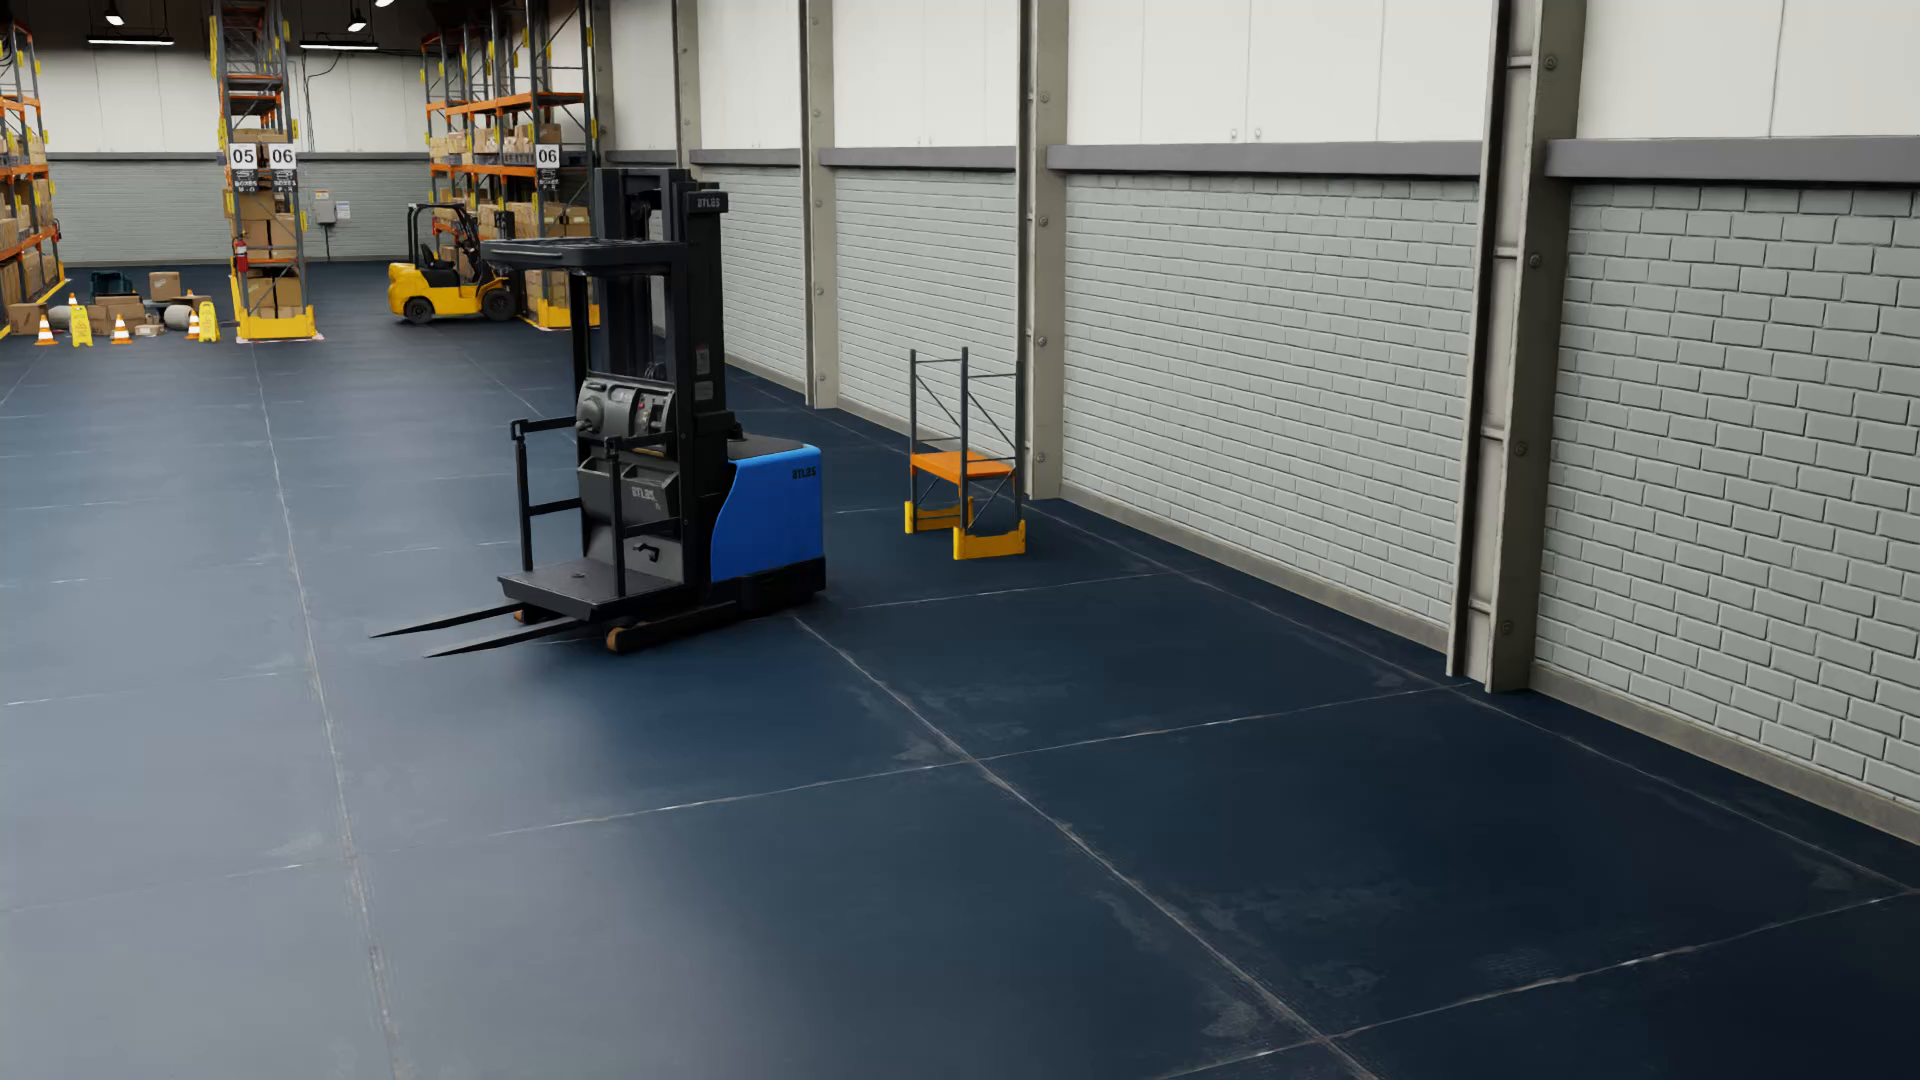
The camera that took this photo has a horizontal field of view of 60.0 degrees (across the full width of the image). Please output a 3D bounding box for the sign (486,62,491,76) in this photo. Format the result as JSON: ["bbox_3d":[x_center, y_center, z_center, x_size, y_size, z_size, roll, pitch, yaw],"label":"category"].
[{"bbox_3d":[-11.349,-11.353,40.045,0.100,0.325,0.005,-6,14,-23],"label":"sign"}]

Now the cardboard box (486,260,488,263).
[{"bbox_3d":[-10.015,-5.938,36.710,0.875,0.625,0.625,-5,14,-21],"label":"cardboard box"}]

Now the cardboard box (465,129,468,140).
[{"bbox_3d":[-11.670,-9.729,39.928,0.396,0.266,0.258,-6,14,-24],"label":"cardboard box"}]

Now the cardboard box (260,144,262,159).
[{"bbox_3d":[-11.975,-6.789,29.073,0.500,0.250,0.500,-5,14,-21],"label":"cardboard box"}]

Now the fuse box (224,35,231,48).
[{"bbox_3d":[-20.505,-13.840,46.117,0.513,0.334,0.176,-6,14,-23],"label":"fuse box"}]

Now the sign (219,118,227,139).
[{"bbox_3d":[-12.111,-6.766,27.334,0.100,0.325,0.005,-6,14,-23],"label":"sign"}]

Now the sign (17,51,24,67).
[{"bbox_3d":[-20.390,-10.436,36.082,0.100,0.325,0.005,-6,14,-23],"label":"sign"}]

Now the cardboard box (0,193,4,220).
[{"bbox_3d":[-18.920,-6.441,32.110,0.700,0.500,0.500,-6,14,-24],"label":"cardboard box"}]

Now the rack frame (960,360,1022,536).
[{"bbox_3d":[0.238,-0.608,12.671,0.500,1.500,0.032,-6,14,-23],"label":"rack frame"}]

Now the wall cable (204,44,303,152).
[{"bbox_3d":[-19.850,-12.364,46.835,2.355,3.000,0.029,-6,14,-23],"label":"wall cable"}]

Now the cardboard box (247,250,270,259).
[{"bbox_3d":[-11.940,-4.854,28.249,0.380,0.149,0.250,-5,14,-21],"label":"cardboard box"}]

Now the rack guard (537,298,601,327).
[{"bbox_3d":[-7.039,-4.145,30.171,1.175,0.500,0.348,-6,14,-23],"label":"rack guard"}]

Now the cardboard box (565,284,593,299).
[{"bbox_3d":[-7.046,-4.592,30.618,0.500,0.250,0.500,-5,14,-22],"label":"cardboard box"}]

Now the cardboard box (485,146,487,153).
[{"bbox_3d":[-9.678,-8.146,34.665,0.380,0.149,0.250,-6,14,-24],"label":"cardboard box"}]

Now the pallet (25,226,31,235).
[{"bbox_3d":[-20.724,-6.666,35.943,1.003,0.211,1.213,-6,14,-23],"label":"pallet"}]

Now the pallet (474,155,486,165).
[{"bbox_3d":[-9.899,-8.258,36.164,1.213,0.211,1.003,-5,14,-20],"label":"pallet"}]

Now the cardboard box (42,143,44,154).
[{"bbox_3d":[-22.081,-9.316,39.541,0.500,0.250,0.500,-6,14,-25],"label":"cardboard box"}]

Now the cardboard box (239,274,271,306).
[{"bbox_3d":[-12.367,-4.399,29.226,0.500,0.500,0.500,-5,14,-21],"label":"cardboard box"}]

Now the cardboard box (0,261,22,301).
[{"bbox_3d":[-19.133,-5.078,32.717,1.050,0.750,0.750,-6,14,-24],"label":"cardboard box"}]

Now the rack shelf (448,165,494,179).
[{"bbox_3d":[-11.054,-8.545,38.580,1.077,0.370,4.000,-6,14,-23],"label":"rack shelf"}]

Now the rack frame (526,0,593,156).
[{"bbox_3d":[-7.048,-8.291,29.234,1.000,3.000,0.127,-6,14,-23],"label":"rack frame"}]

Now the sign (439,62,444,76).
[{"bbox_3d":[-12.360,-11.218,39.637,0.100,0.325,0.005,-6,14,-23],"label":"sign"}]

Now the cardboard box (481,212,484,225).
[{"bbox_3d":[-10.099,-6.974,36.074,0.500,0.250,0.500,-5,14,-21],"label":"cardboard box"}]

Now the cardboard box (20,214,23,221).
[{"bbox_3d":[-19.933,-6.770,34.935,0.380,0.149,0.250,-5,14,-21],"label":"cardboard box"}]

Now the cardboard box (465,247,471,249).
[{"bbox_3d":[-11.660,-6.950,39.918,0.380,0.149,0.250,-6,15,-26],"label":"cardboard box"}]

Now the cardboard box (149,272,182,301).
[{"bbox_3d":[-14.816,-4.729,31.016,0.500,0.500,0.500,-6,14,-23],"label":"cardboard box"}]

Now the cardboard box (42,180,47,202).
[{"bbox_3d":[-21.668,-8.154,38.849,0.500,0.500,0.500,-5,14,-20],"label":"cardboard box"}]

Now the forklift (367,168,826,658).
[{"bbox_3d":[-2.290,-0.848,10.534,1.130,2.935,3.031,11,17,40],"label":"forklift"}]

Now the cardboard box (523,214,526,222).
[{"bbox_3d":[-7.980,-6.042,31.162,0.380,0.149,0.250,-6,14,-23],"label":"cardboard box"}]

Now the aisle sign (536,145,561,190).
[{"bbox_3d":[-7.291,-6.594,29.444,0.394,0.787,0.004,-6,14,-23],"label":"aisle sign"}]

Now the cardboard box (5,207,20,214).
[{"bbox_3d":[-19.830,-6.860,34.664,0.380,0.149,0.250,-5,14,-21],"label":"cardboard box"}]

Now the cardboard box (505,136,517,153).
[{"bbox_3d":[-8.541,-7.672,32.257,0.500,0.311,0.500,-5,14,-22],"label":"cardboard box"}]

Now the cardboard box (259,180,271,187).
[{"bbox_3d":[-16.290,-8.339,38.868,0.380,0.149,0.250,-6,14,-24],"label":"cardboard box"}]

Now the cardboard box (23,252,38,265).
[{"bbox_3d":[-20.173,-6.044,35.780,0.500,0.250,0.500,-5,14,-20],"label":"cardboard box"}]

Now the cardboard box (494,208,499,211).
[{"bbox_3d":[-9.387,-6.759,34.261,0.380,0.149,0.250,-6,14,-25],"label":"cardboard box"}]

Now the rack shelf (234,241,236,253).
[{"bbox_3d":[-13.998,-5.808,33.407,1.077,0.370,4.000,-6,14,-23],"label":"rack shelf"}]

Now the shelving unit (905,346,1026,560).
[{"bbox_3d":[0.031,-0.715,13.133,0.587,1.500,1.083,-6,14,-23],"label":"shelving unit"}]

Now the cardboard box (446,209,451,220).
[{"bbox_3d":[-12.497,-8.104,41.407,0.500,0.250,0.500,-6,14,-23],"label":"cardboard box"}]

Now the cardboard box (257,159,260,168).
[{"bbox_3d":[-12.239,-6.471,28.582,0.380,0.149,0.250,-6,14,-23],"label":"cardboard box"}]

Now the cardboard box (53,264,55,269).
[{"bbox_3d":[-21.816,-6.527,39.649,0.380,0.149,0.250,-6,14,-25],"label":"cardboard box"}]

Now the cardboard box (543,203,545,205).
[{"bbox_3d":[-8.065,-6.556,32.725,0.380,0.149,0.250,-6,14,-23],"label":"cardboard box"}]

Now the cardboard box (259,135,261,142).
[{"bbox_3d":[-11.666,-6.789,28.186,0.380,0.149,0.250,-6,14,-23],"label":"cardboard box"}]

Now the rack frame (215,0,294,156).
[{"bbox_3d":[-11.595,-7.842,27.294,1.000,3.000,0.127,-6,14,-23],"label":"rack frame"}]

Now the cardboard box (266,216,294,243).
[{"bbox_3d":[-12.157,-5.552,29.823,0.500,0.500,0.500,-6,14,-24],"label":"cardboard box"}]

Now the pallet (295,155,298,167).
[{"bbox_3d":[-13.347,-7.252,31.817,1.213,0.211,1.003,-6,14,-23],"label":"pallet"}]

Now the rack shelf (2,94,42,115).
[{"bbox_3d":[-21.698,-9.914,37.851,1.077,0.370,4.000,-6,14,-23],"label":"rack shelf"}]

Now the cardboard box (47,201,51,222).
[{"bbox_3d":[-21.882,-7.774,39.424,0.500,0.500,0.500,-6,14,-24],"label":"cardboard box"}]

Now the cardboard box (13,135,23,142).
[{"bbox_3d":[-20.791,-8.838,36.592,0.380,0.149,0.250,-6,14,-24],"label":"cardboard box"}]

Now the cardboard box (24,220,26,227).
[{"bbox_3d":[-20.137,-6.734,35.439,0.380,0.149,0.250,-6,14,-25],"label":"cardboard box"}]

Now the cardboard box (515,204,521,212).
[{"bbox_3d":[-8.359,-6.400,32.050,0.380,0.149,0.250,-6,14,-24],"label":"cardboard box"}]

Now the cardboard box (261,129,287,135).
[{"bbox_3d":[-13.273,-7.841,32.235,0.500,0.250,0.500,-6,14,-24],"label":"cardboard box"}]

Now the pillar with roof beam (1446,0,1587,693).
[{"bbox_3d":[-0.832,-3.169,7.104,9.100,9.000,0.400,-6,14,-23],"label":"pillar with roof beam"}]

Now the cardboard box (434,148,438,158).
[{"bbox_3d":[-13.114,-9.880,42.429,0.500,0.250,0.500,-6,14,-25],"label":"cardboard box"}]

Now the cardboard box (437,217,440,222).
[{"bbox_3d":[-13.577,-8.458,43.821,0.380,0.149,0.250,-6,14,-23],"label":"cardboard box"}]
